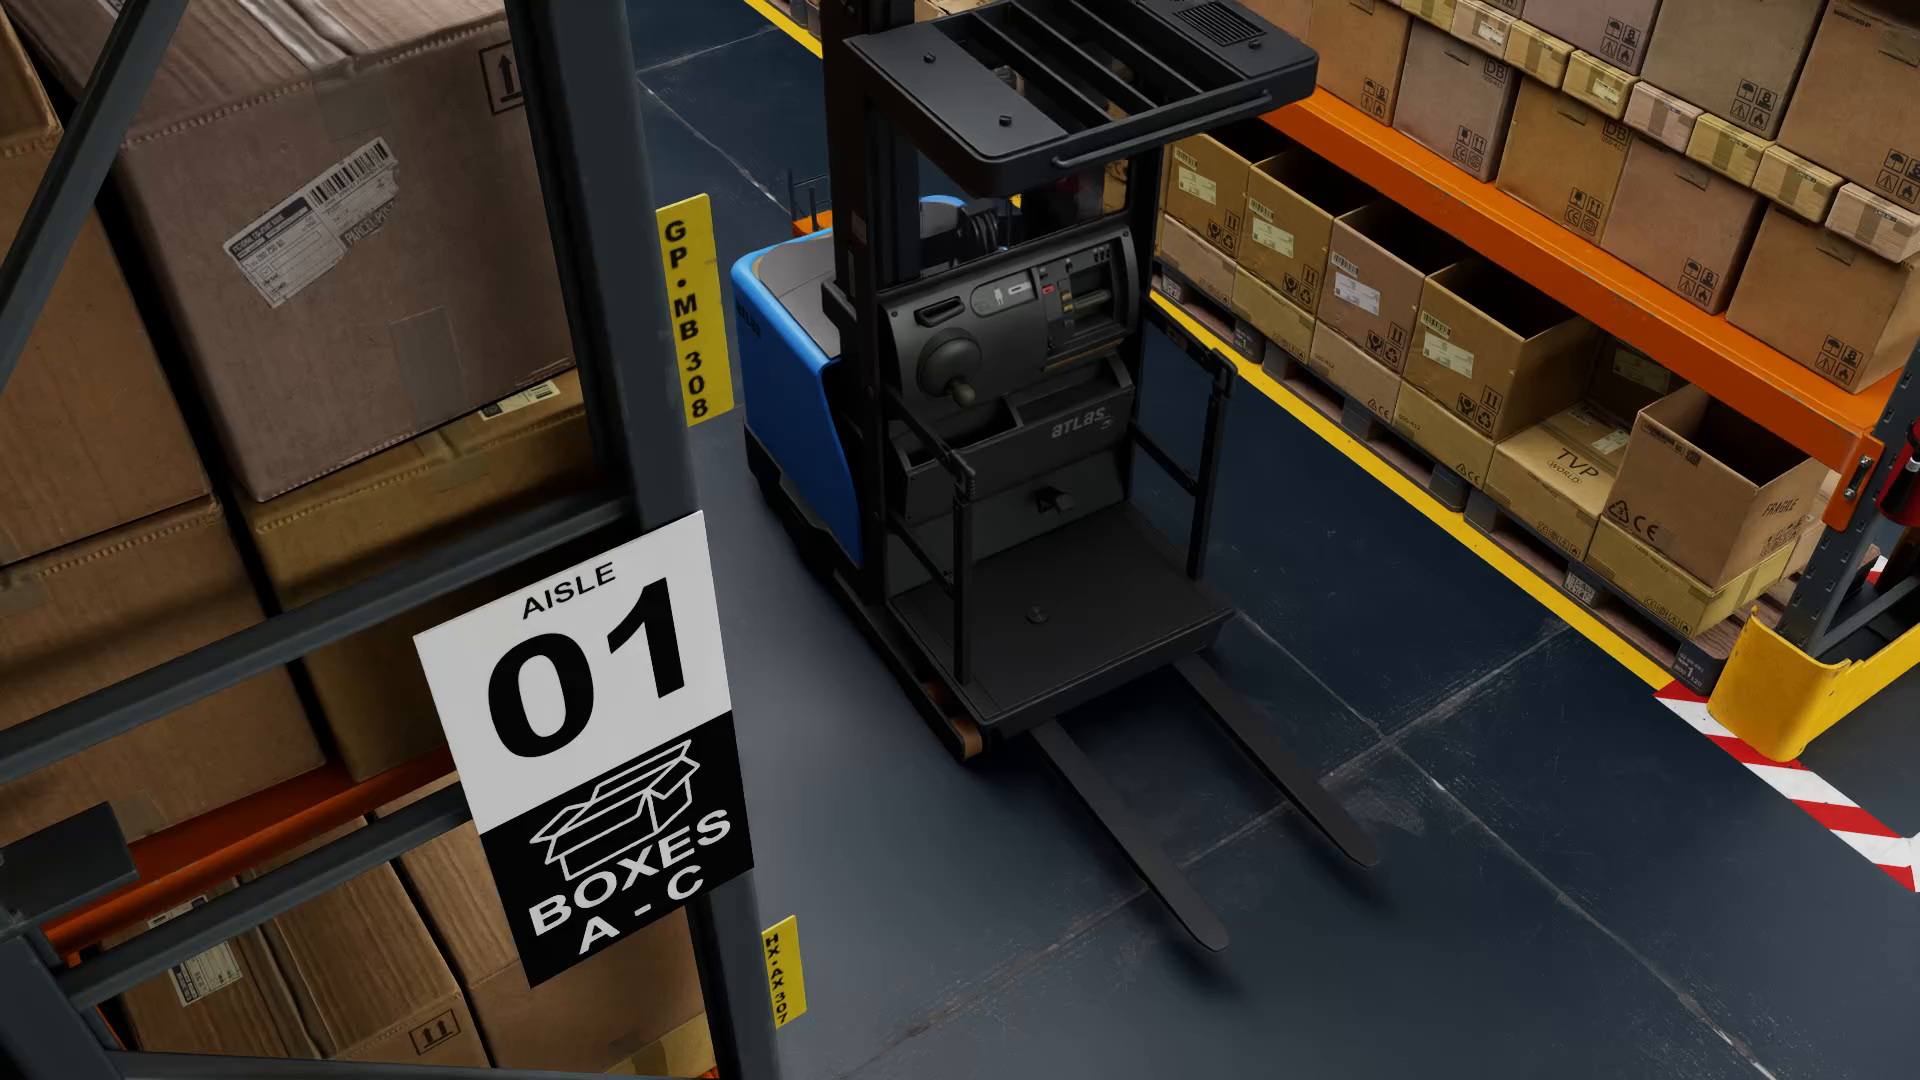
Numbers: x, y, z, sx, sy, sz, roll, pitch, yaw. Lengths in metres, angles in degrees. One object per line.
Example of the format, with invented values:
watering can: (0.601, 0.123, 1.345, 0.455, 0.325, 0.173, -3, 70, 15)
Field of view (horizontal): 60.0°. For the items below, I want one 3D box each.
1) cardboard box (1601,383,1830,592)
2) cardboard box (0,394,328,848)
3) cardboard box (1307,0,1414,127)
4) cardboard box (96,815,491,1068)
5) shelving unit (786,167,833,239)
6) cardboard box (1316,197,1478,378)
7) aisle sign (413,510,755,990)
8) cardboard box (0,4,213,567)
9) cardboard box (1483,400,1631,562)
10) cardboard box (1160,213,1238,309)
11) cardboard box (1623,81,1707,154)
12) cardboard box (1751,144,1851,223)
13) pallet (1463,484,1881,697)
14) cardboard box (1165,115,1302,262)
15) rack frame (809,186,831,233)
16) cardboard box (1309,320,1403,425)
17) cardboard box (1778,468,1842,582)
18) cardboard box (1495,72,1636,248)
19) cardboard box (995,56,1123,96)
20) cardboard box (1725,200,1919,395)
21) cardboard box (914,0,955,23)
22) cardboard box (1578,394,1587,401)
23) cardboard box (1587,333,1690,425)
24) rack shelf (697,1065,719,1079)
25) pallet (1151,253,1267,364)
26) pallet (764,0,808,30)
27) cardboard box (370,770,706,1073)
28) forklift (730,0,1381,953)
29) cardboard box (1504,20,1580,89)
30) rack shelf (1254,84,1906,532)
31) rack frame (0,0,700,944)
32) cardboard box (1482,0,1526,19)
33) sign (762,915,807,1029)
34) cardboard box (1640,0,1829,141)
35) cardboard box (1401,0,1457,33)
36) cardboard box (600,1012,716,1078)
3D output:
cardboard box: (2.726, -0.231, 5.964, 0.500, 0.500, 0.500, -26, 49, -24)
cardboard box: (-1.231, 0.078, 2.237, 0.500, 0.500, 0.500, -22, 48, -22)
cardboard box: (1.838, -2.087, 6.692, 0.700, 0.500, 0.500, -25, 49, -24)
cardboard box: (-1.228, 0.935, 3.149, 0.500, 0.500, 0.500, -26, 50, -25)
shelving unit: (-0.518, -1.008, 6.932, 0.258, 1.200, 0.189, -24, 46, -23)
cardboard box: (1.857, -1.075, 6.848, 0.500, 0.500, 0.500, -26, 49, -24)
aisle sign: (-0.497, 0.324, 2.355, 0.394, 0.787, 0.004, -26, 49, -24)
cardboard box: (-1.245, -0.288, 1.897, 0.500, 0.500, 0.500, -24, 48, -23)
cardboard box: (2.432, -0.239, 6.515, 0.500, 0.250, 0.500, -26, 49, -24)
cardboard box: (1.287, -1.372, 7.702, 0.500, 0.250, 0.500, -26, 49, -24)
cardboard box: (2.462, -1.464, 5.569, 0.380, 0.149, 0.250, -25, 49, -24)
cardboard box: (2.751, -1.176, 5.268, 0.380, 0.149, 0.250, -25, 49, -23)
pallet: (2.805, -0.024, 6.623, 1.003, 0.211, 1.213, -26, 49, -24)
cardboard box: (1.289, -1.644, 7.444, 0.500, 0.500, 0.500, -26, 49, -24)
rack frame: (-0.469, -0.957, 6.873, 0.240, 1.200, 0.006, -24, 46, -23)
cardboard box: (1.860, -0.806, 7.109, 0.500, 0.250, 0.500, -26, 49, -24)
cardboard box: (3.152, -0.165, 6.438, 0.500, 0.250, 0.500, -26, 49, -24)
cardboard box: (2.436, -1.501, 6.078, 0.700, 0.500, 0.500, -25, 49, -24)
cardboard box: (0.521, -2.358, 8.329, 0.500, 0.311, 0.500, -26, 49, -24)
cardboard box: (3.020, -0.922, 5.471, 0.700, 0.500, 0.500, -26, 49, -24)
cardboard box: (-0.065, -2.934, 8.932, 0.500, 0.311, 0.500, -26, 49, -25)
cardboard box: (2.578, -0.730, 7.030, 0.500, 0.250, 0.500, -26, 49, -24)
cardboard box: (2.865, -0.719, 6.475, 0.500, 0.500, 0.500, -26, 49, -24)
rack shelf: (-1.928, 0.470, 4.606, 1.077, 0.370, 4.000, -26, 49, -24)
pallet: (1.409, -1.406, 8.070, 1.003, 0.211, 1.213, -26, 49, -24)
pallet: (-0.861, -3.657, 10.428, 1.003, 0.211, 1.213, -26, 49, -24)
cardboard box: (-0.811, 0.729, 3.365, 0.500, 0.500, 0.500, -26, 49, -24)
forklift: (0.296, -0.649, 5.307, 1.130, 2.935, 3.031, -22, 48, -22)
cardboard box: (2.160, -1.761, 5.880, 0.380, 0.149, 0.250, -24, 49, -23)
rack shelf: (2.133, -1.489, 6.658, 1.077, 0.370, 4.000, -26, 49, -24)
rack frame: (-0.784, -0.827, 1.100, 1.000, 3.000, 0.127, -26, 49, -24)
cardboard box: (2.109, -2.286, 5.960, 0.700, 0.500, 0.500, -26, 49, -24)
sign: (-0.339, 0.815, 3.097, 0.100, 0.325, 0.005, -26, 49, -24)
cardboard box: (2.684, -1.717, 5.364, 0.700, 0.500, 0.500, -27, 50, -25)
cardboard box: (1.872, -2.048, 6.181, 0.380, 0.149, 0.250, -26, 49, -25)
cardboard box: (-0.803, 0.988, 3.637, 0.500, 0.250, 0.500, -27, 50, -26)
